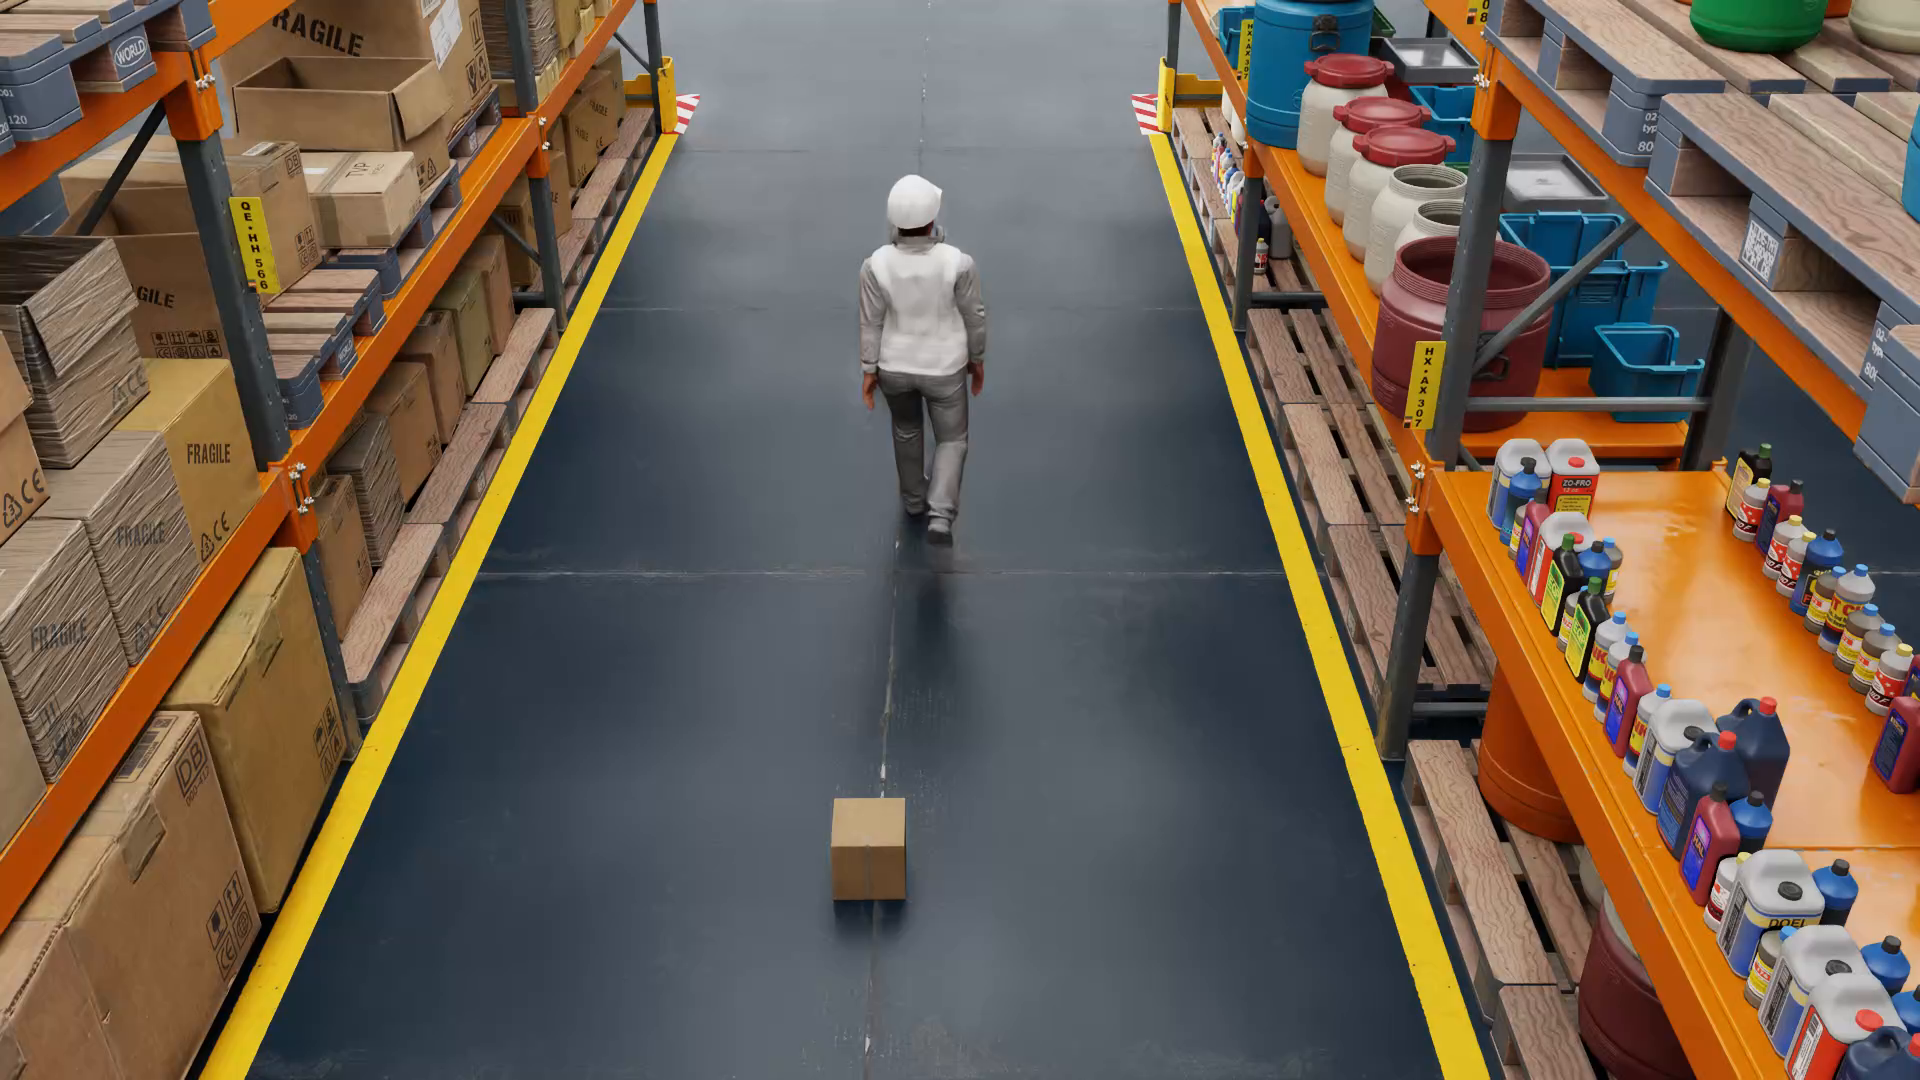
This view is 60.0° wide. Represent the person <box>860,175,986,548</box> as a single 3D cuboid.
[{"bbox_3d":[-0.161,-0.785,7.396,0.551,1.736,0.865,3,31,5],"label":"person"}]
